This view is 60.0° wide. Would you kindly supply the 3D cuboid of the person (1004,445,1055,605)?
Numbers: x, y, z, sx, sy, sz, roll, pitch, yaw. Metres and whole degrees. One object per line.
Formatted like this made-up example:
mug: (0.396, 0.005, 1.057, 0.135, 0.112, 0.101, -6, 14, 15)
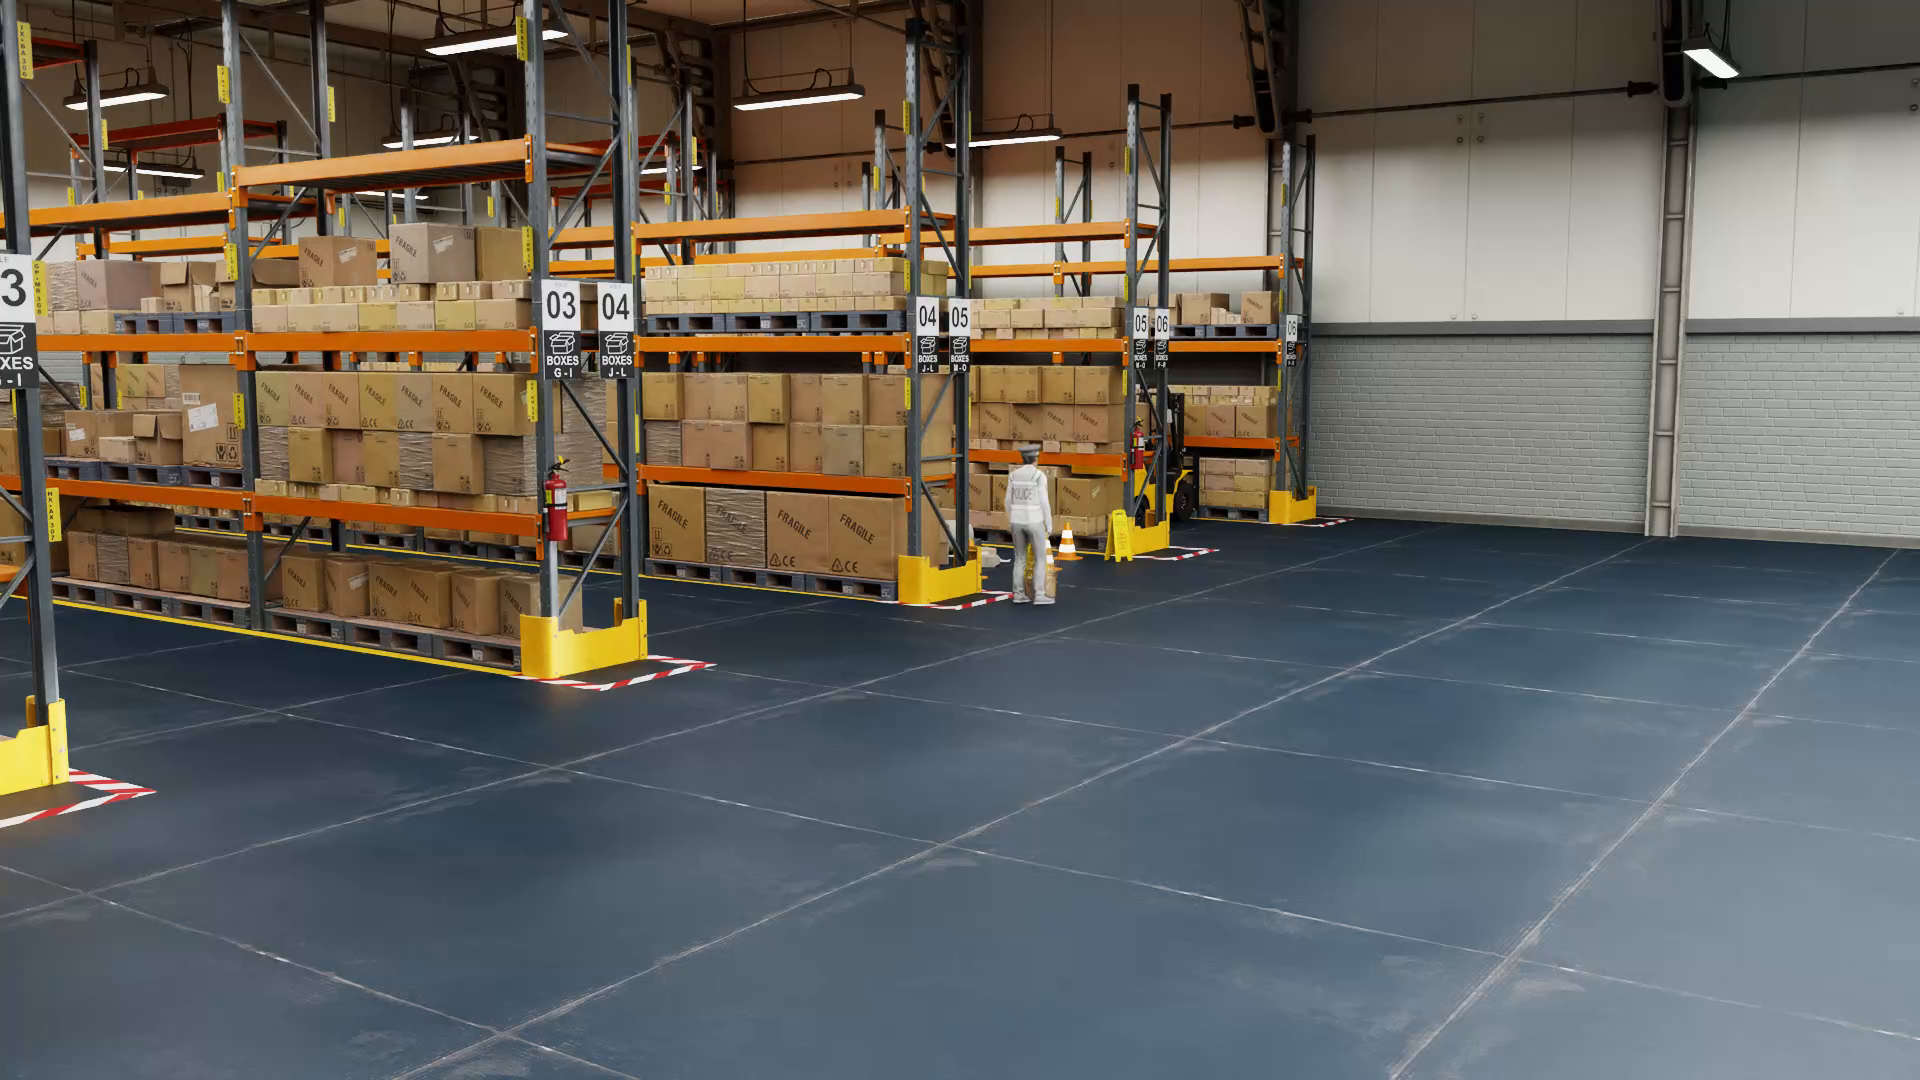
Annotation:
person: (0.717, -0.159, 17.403, 0.523, 1.662, 0.372, 4, 8, 31)
